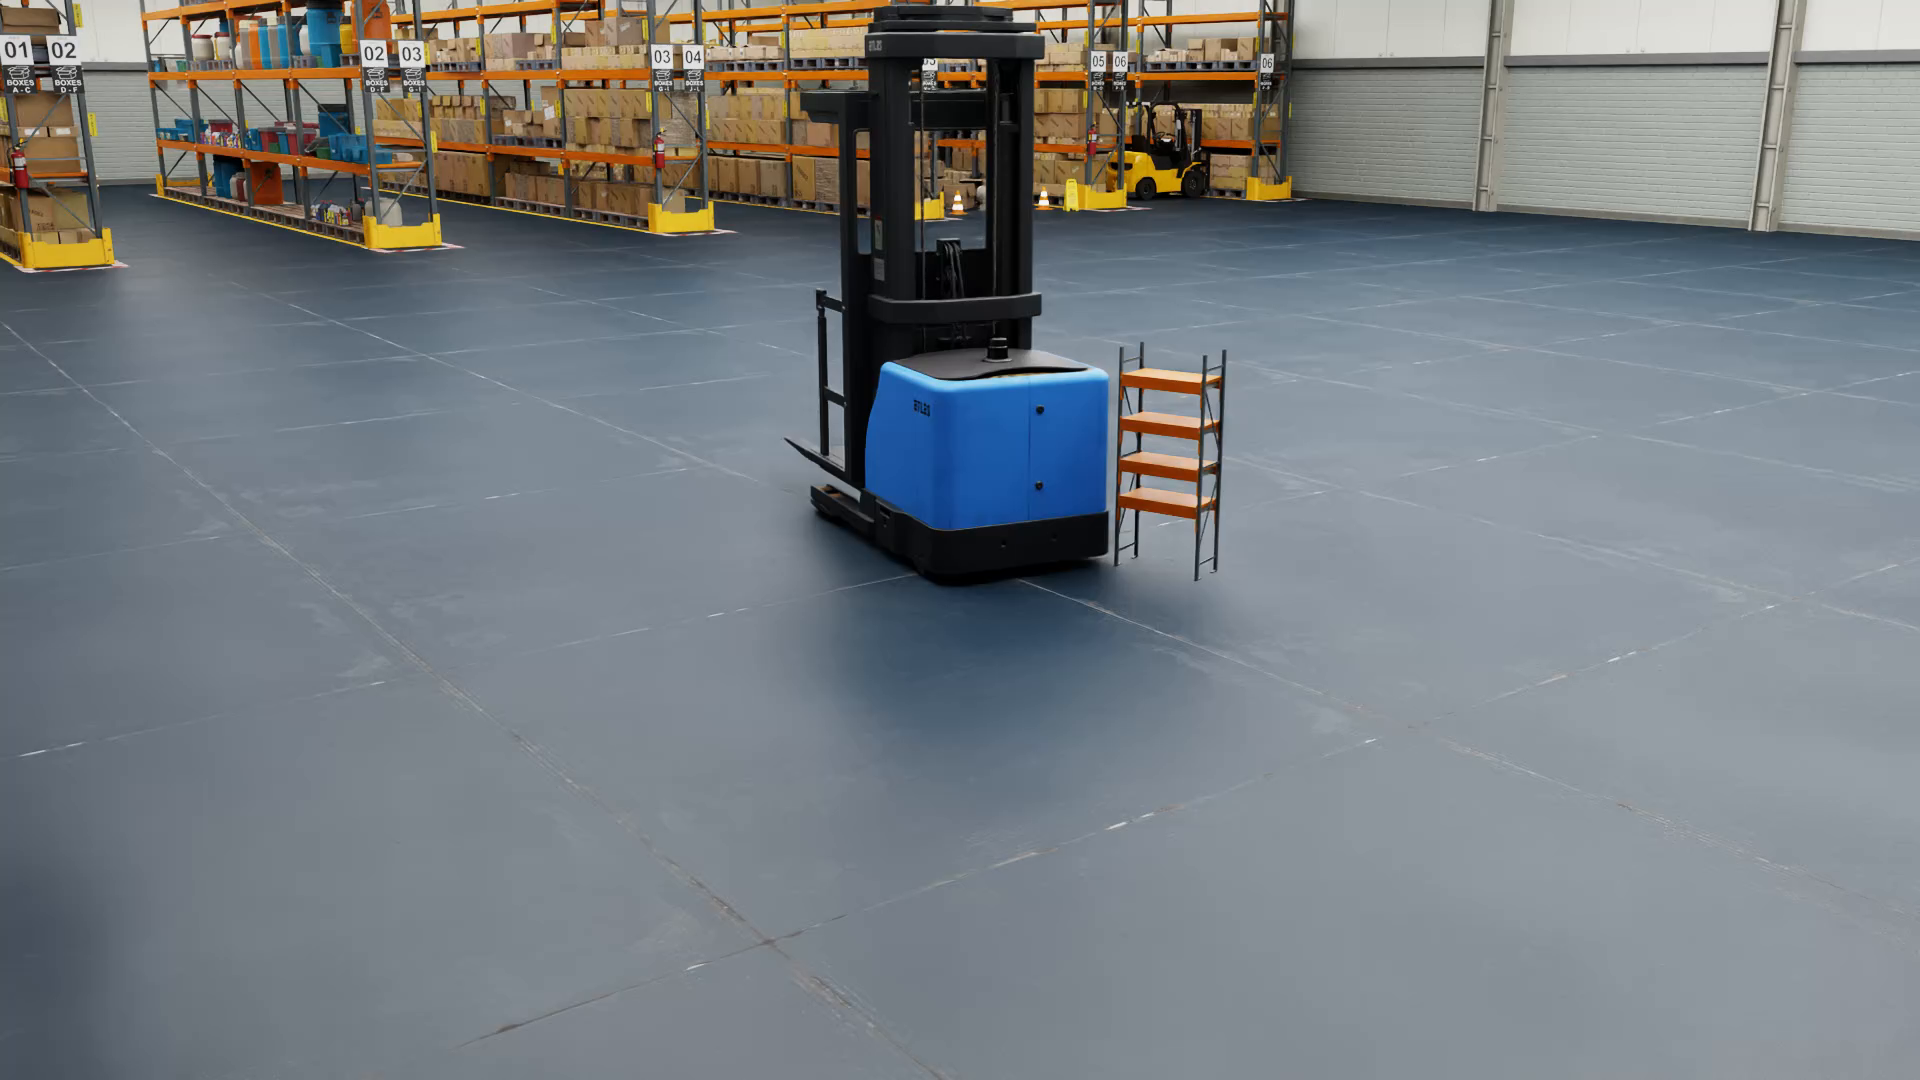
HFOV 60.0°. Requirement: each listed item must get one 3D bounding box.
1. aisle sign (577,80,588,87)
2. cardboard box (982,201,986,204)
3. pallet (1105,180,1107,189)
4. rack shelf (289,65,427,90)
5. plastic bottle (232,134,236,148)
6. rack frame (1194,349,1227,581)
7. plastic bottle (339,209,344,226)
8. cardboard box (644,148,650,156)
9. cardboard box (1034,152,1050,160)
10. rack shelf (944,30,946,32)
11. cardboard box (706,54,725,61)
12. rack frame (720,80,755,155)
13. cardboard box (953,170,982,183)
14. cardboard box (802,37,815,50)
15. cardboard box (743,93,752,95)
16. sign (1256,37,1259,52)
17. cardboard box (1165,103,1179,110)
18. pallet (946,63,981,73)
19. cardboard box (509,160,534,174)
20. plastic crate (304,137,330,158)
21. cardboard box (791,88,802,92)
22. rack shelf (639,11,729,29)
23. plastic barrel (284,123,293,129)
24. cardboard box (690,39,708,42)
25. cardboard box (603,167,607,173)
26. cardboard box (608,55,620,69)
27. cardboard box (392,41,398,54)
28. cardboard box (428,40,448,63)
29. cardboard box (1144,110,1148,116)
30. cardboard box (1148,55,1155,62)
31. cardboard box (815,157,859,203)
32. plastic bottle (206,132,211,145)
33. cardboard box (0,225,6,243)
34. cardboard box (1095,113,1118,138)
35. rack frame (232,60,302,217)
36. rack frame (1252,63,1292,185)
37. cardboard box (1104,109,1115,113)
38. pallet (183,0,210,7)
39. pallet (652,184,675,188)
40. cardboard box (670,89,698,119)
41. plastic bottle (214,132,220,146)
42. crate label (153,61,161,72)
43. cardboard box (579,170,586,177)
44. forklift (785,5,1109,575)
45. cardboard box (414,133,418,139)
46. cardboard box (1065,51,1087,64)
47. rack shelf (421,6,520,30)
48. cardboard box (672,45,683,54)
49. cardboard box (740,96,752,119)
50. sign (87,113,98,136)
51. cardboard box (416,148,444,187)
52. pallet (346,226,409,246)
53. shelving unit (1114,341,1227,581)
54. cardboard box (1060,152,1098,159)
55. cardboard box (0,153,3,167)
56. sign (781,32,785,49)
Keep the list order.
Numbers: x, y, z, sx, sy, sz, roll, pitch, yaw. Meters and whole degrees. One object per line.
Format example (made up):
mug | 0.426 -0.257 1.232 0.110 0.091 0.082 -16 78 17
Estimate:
aisle sign | -10.087 -12.465 44.513 0.394 0.787 0.004 -11 19 -35
cardboard box | 0.661 -7.114 35.285 0.380 0.149 0.250 -2 15 -6
pallet | 4.262 -8.954 41.892 1.003 0.211 1.213 -11 19 -35
rack shelf | -10.133 -7.742 27.863 1.077 0.370 4.000 -11 19 -35
plastic bottle | -14.547 -8.000 33.368 0.097 0.271 0.097 0 15 0
rack frame | 1.313 -0.388 8.720 0.015 1.200 0.240 11 19 34
plastic bottle | -10.475 -5.464 28.169 0.061 0.283 0.133 -10 18 -33
cardboard box | -5.431 -6.945 29.746 0.380 0.149 0.250 -11 19 -35
cardboard box | 1.815 -8.383 36.285 0.380 0.149 0.250 -10 18 -32
rack shelf | -1.153 -14.828 48.077 1.077 0.370 4.000 -11 19 -35
cardboard box | -5.516 -10.921 37.605 0.380 0.149 0.250 -12 19 -37
rack frame | -6.342 -11.939 47.516 1.000 3.000 0.127 -11 19 -35
cardboard box | 0.403 -8.423 38.853 0.950 0.372 0.625 -11 19 -34
cardboard box | -2.872 -10.100 33.850 0.500 0.250 0.500 -11 19 -35
cardboard box | -5.672 -12.105 46.038 0.500 0.500 0.500 -11 19 -35
sign | 6.631 -11.048 37.051 0.100 0.325 0.005 -11 19 -35
cardboard box | 5.126 -10.373 39.810 0.380 0.149 0.250 -10 18 -33
pallet | 0.437 -10.881 38.324 1.213 0.211 1.003 -11 19 -35
cardboard box | -9.236 -7.922 35.321 0.500 0.250 0.500 -10 18 -32
plastic crate | -11.104 -6.908 29.252 0.767 0.338 0.504 -11 19 -35
cardboard box | -4.429 -11.945 44.224 0.380 0.149 0.250 -11 19 -36
rack shelf | -6.759 -12.222 39.304 1.077 0.370 4.000 -11 19 -35
plastic barrel | -12.883 -7.791 32.149 0.421 0.512 0.421 0 15 0
cardboard box | -6.083 -11.593 38.929 0.396 0.266 0.258 -11 19 -35
cardboard box | -8.952 -9.514 42.698 0.380 0.149 0.250 -10 18 -33
cardboard box | -6.030 -8.639 30.061 0.500 0.250 0.500 -10 18 -33
cardboard box | -13.432 -11.802 40.159 0.700 0.500 0.500 -12 20 -38
cardboard box | -11.657 -11.122 37.863 0.700 0.500 0.500 -10 18 -33
cardboard box | 4.701 -10.400 40.475 0.380 0.149 0.250 -11 19 -35
cardboard box | 4.745 -11.581 40.017 0.380 0.149 0.250 -10 18 -33
cardboard box | -2.385 -7.427 34.261 0.875 0.875 0.875 -11 19 -34
plastic bottle | -15.833 -8.482 35.120 0.152 0.276 0.135 -11 19 -35
cardboard box | -14.412 -4.711 25.519 0.500 0.250 0.500 -11 19 -35
cardboard box | 3.012 -8.858 35.507 0.500 0.500 0.500 -11 19 -35
rack frame | -13.660 -7.924 32.845 1.000 3.000 0.127 -11 19 -35
rack frame | 7.079 -9.294 37.850 1.000 3.000 0.127 -11 19 -35
cardboard box | 3.817 -10.696 41.555 0.380 0.149 0.250 -12 19 -36
pallet | -15.501 -11.216 34.623 1.003 0.211 1.213 -11 19 -35
pallet | -6.754 -8.523 40.318 1.003 0.211 1.213 -11 19 -35
cardboard box | -5.053 -7.818 29.812 0.500 0.500 0.500 -11 19 -35
plastic bottle | -15.368 -8.313 34.502 0.152 0.276 0.135 -11 19 -35
crate label | -18.083 -10.760 37.807 0.408 0.251 0.502 -11 19 -35
cardboard box | -9.804 -9.648 43.751 0.380 0.149 0.250 -11 19 -34
forklift | -0.260 -1.574 9.775 1.130 2.935 3.031 -7 17 -24
cardboard box | -12.602 -9.495 39.061 0.380 0.149 0.250 -10 18 -33
cardboard box | 2.547 -10.108 34.864 0.500 0.250 0.500 -11 19 -35
rack shelf | -10.830 -11.473 36.570 1.077 0.370 4.000 -11 19 -35
cardboard box | -4.925 -8.646 29.330 0.380 0.149 0.250 -11 19 -35
cardboard box | -4.424 -9.548 36.695 0.700 0.500 0.500 -11 19 -35
sign | -12.513 -5.988 23.983 0.100 0.325 0.005 -11 19 -35
cardboard box | -12.329 -8.878 39.560 0.875 0.875 0.875 -11 19 -35
pallet | -9.513 -5.054 27.641 1.003 0.211 1.213 -11 19 -35
shelving unit | 1.114 -0.425 8.855 0.503 1.200 0.258 11 19 34
cardboard box | 3.121 -9.786 43.350 0.875 0.625 0.625 -10 18 -33
cardboard box | -14.736 -6.144 26.155 0.700 0.500 0.500 -11 19 -35
sign | -3.664 -10.348 34.446 0.100 0.325 0.005 -11 19 -35
